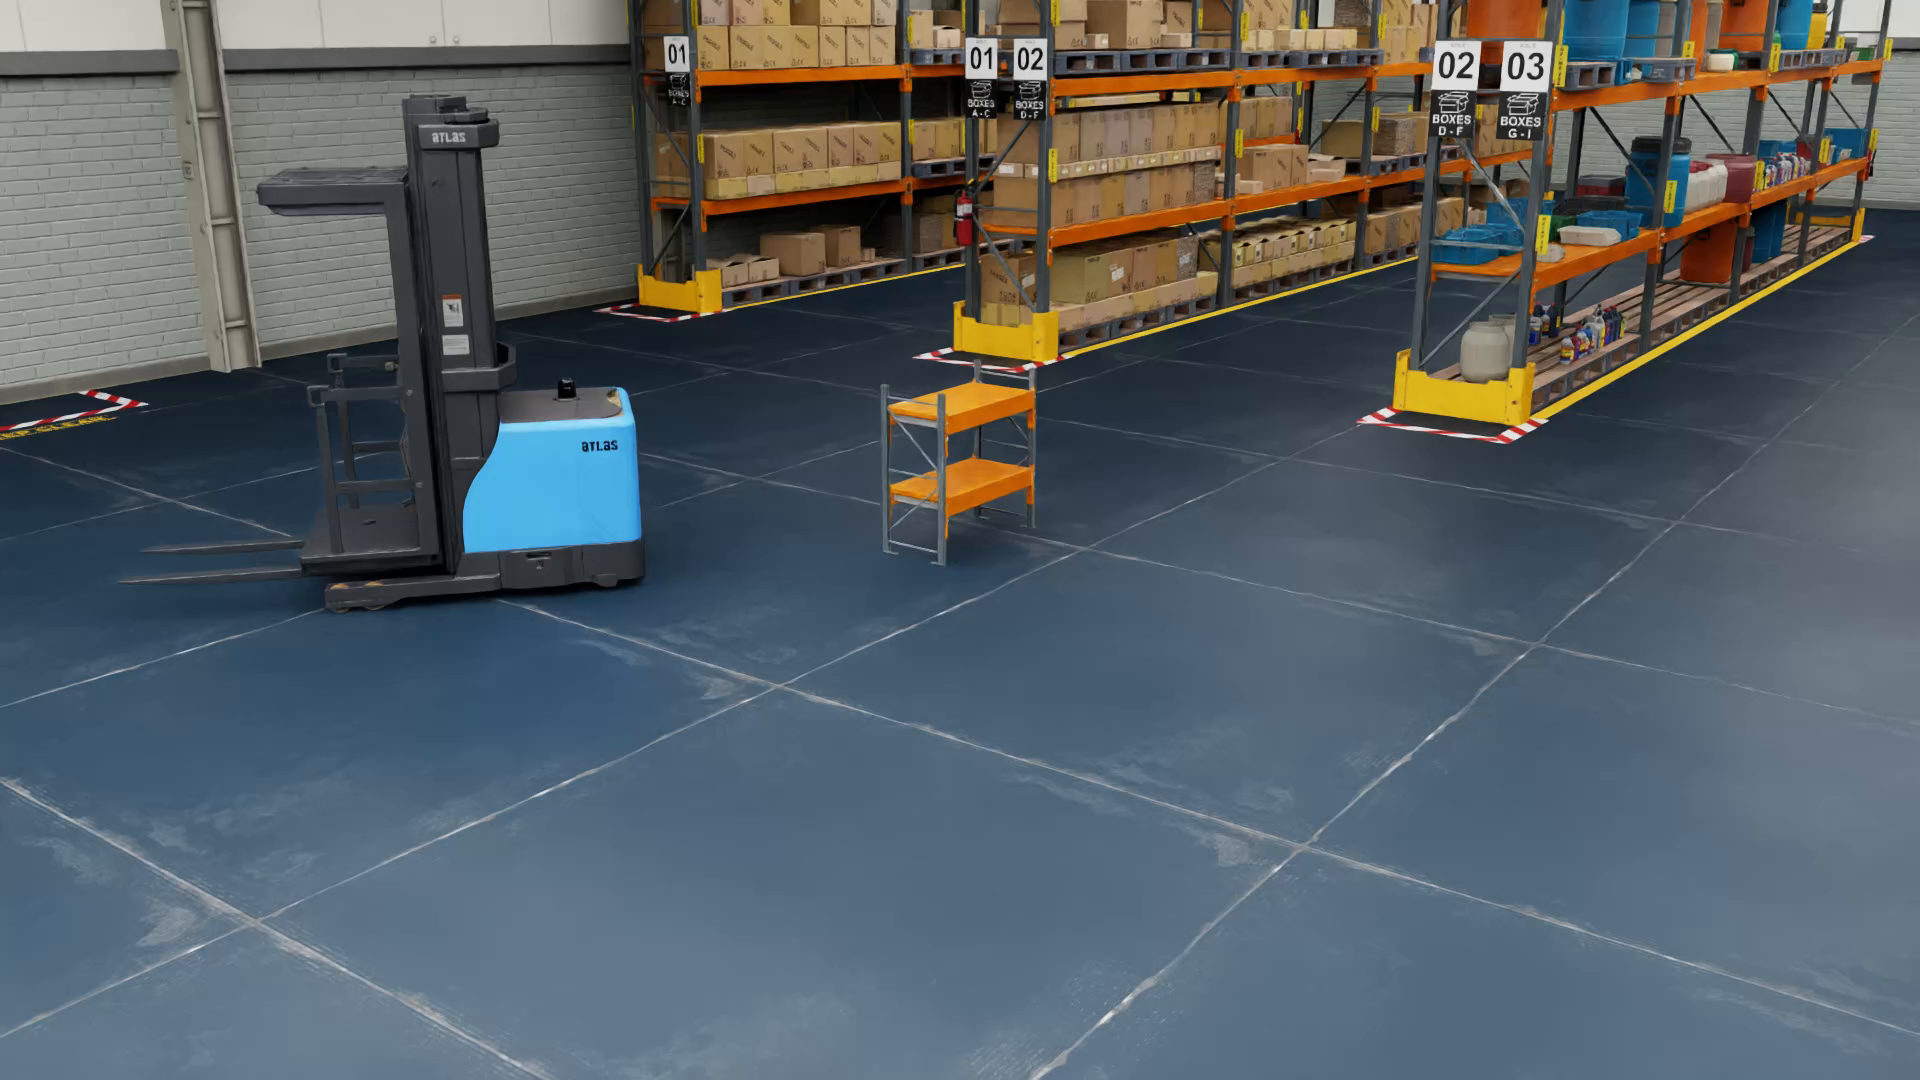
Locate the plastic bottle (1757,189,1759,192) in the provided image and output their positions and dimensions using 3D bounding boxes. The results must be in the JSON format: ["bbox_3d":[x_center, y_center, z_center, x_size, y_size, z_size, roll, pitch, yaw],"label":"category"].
[{"bbox_3d":[10.027,-4.539,21.012,0.152,0.276,0.135,12,21,35],"label":"plastic bottle"}]

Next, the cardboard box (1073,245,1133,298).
[{"bbox_3d":[1.573,-2.988,18.471,0.500,0.500,0.500,12,21,35],"label":"cardboard box"}]

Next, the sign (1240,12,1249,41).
[{"bbox_3d":[3.321,-5.985,19.396,0.100,0.325,0.005,12,21,35],"label":"sign"}]

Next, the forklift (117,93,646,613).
[{"bbox_3d":[-3.525,-1.142,9.979,3.031,2.935,1.130,-4,18,-13],"label":"forklift"}]

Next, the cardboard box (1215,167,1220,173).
[{"bbox_3d":[4.539,-6.671,30.082,0.380,0.149,0.250,13,22,37],"label":"cardboard box"}]

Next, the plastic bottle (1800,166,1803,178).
[{"bbox_3d":[11.595,-5.117,22.997,0.097,0.201,0.097,0,17,0],"label":"plastic bottle"}]

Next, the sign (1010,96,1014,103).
[{"bbox_3d":[0.830,-6.843,26.270,0.100,0.325,0.005,12,21,35],"label":"sign"}]

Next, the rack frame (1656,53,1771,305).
[{"bbox_3d":[9.234,-4.442,20.491,1.000,3.000,0.127,12,21,35],"label":"rack frame"}]

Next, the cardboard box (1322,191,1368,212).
[{"bbox_3d":[5.657,-4.971,24.403,0.500,0.250,0.500,13,22,37],"label":"cardboard box"}]

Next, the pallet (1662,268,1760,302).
[{"bbox_3d":[9.670,-3.306,21.533,1.003,0.211,1.213,12,21,35],"label":"pallet"}]

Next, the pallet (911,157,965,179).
[{"bbox_3d":[-0.534,-5.305,23.592,1.003,0.211,1.213,12,21,35],"label":"pallet"}]

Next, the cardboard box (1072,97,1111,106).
[{"bbox_3d":[2.075,-6.941,26.569,0.500,0.250,0.500,12,21,34],"label":"cardboard box"}]

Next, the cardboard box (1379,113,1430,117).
[{"bbox_3d":[6.821,-6.271,25.503,0.500,0.500,0.700,-16,23,-42],"label":"cardboard box"}]

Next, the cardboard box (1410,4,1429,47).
[{"bbox_3d":[6.489,-7.575,24.474,0.600,0.600,0.600,11,21,33],"label":"cardboard box"}]

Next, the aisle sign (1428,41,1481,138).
[{"bbox_3d":[4.186,-3.814,14.083,0.394,0.787,0.004,12,21,35],"label":"aisle sign"}]

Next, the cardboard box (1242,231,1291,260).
[{"bbox_3d":[3.931,-3.817,21.460,0.500,0.311,0.500,12,21,33],"label":"cardboard box"}]

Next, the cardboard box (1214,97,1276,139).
[{"bbox_3d":[5.324,-7.943,31.258,0.980,0.700,0.700,12,21,34],"label":"cardboard box"}]

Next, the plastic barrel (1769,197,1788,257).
[{"bbox_3d":[11.279,-4.467,23.400,0.600,0.901,0.708,12,21,35],"label":"plastic barrel"}]

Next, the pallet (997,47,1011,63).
[{"bbox_3d":[-0.037,-6.959,23.853,1.213,0.211,1.003,12,21,35],"label":"pallet"}]

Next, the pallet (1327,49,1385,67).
[{"bbox_3d":[4.925,-6.483,22.324,1.213,0.211,1.003,14,22,37],"label":"pallet"}]

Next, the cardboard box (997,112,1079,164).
[{"bbox_3d":[0.811,-4.202,17.360,0.700,0.500,0.500,13,21,35],"label":"cardboard box"}]

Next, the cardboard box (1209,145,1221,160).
[{"bbox_3d":[2.885,-4.621,19.803,0.380,0.149,0.250,12,21,35],"label":"cardboard box"}]

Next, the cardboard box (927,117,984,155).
[{"bbox_3d":[-0.069,-5.907,24.298,0.700,0.500,0.500,16,24,42],"label":"cardboard box"}]

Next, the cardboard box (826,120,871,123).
[{"bbox_3d":[-1.554,-5.461,22.727,0.500,0.500,0.500,12,21,33],"label":"cardboard box"}]

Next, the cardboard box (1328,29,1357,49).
[{"bbox_3d":[5.033,-6.762,22.447,0.500,0.250,0.500,11,20,31],"label":"cardboard box"}]

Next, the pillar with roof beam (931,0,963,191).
[{"bbox_3d":[3.265,-8.140,22.284,9.100,9.000,0.400,12,21,35],"label":"pillar with roof beam"}]

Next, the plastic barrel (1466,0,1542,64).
[{"bbox_3d":[4.655,-4.513,14.229,0.600,0.830,0.708,12,21,35],"label":"plastic barrel"}]

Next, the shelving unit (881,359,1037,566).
[{"bbox_3d":[0.004,-0.539,11.082,0.538,1.125,1.048,12,21,35],"label":"shelving unit"}]

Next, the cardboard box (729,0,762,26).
[{"bbox_3d":[-2.725,-6.414,19.894,0.500,0.500,0.500,12,21,34],"label":"cardboard box"}]

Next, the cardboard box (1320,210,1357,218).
[{"bbox_3d":[5.627,-4.599,24.468,0.500,0.500,0.500,13,22,37],"label":"cardboard box"}]

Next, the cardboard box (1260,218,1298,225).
[{"bbox_3d":[4.404,-4.274,22.932,0.500,0.311,0.500,12,21,33],"label":"cardboard box"}]

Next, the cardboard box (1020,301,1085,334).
[{"bbox_3d":[0.989,-2.389,17.806,0.500,0.250,0.500,12,21,35],"label":"cardboard box"}]

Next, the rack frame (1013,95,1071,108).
[{"bbox_3d":[1.277,-6.193,26.128,1.000,3.000,0.127,12,21,35],"label":"rack frame"}]

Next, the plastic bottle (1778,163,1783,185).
[{"bbox_3d":[10.804,-4.831,21.938,0.061,0.283,0.133,12,21,35],"label":"plastic bottle"}]

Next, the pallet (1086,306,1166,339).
[{"bbox_3d":[1.641,-2.560,19.132,1.003,0.211,1.213,12,21,35],"label":"pallet"}]

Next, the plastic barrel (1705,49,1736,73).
[{"bbox_3d":[8.663,-5.465,18.958,0.301,0.262,0.301,0,17,0],"label":"plastic barrel"}]

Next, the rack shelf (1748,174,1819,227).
[{"bbox_3d":[10.425,-4.575,22.131,1.077,0.370,4.000,12,21,35],"label":"rack shelf"}]

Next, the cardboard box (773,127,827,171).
[{"bbox_3d":[-2.050,-5.007,21.264,0.500,0.500,0.500,13,22,36],"label":"cardboard box"}]

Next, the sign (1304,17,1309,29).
[{"bbox_3d":[4.823,-7.094,23.101,0.100,0.325,0.005,12,21,35],"label":"sign"}]

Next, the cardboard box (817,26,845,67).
[{"bbox_3d":[-1.820,-6.309,21.242,0.500,0.500,0.500,11,21,33],"label":"cardboard box"}]

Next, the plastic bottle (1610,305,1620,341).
[{"bbox_3d":[6.698,-2.230,17.092,0.144,0.351,0.185,12,21,33],"label":"plastic bottle"}]

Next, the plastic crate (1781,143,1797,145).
[{"bbox_3d":[12.804,-5.982,25.630,0.416,0.233,0.300,12,21,35],"label":"plastic crate"}]

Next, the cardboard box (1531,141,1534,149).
[{"bbox_3d":[9.670,-6.993,28.535,0.500,0.500,0.500,13,21,35],"label":"cardboard box"}]

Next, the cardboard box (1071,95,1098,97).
[{"bbox_3d":[1.959,-7.148,27.237,0.500,0.250,0.500,12,21,33],"label":"cardboard box"}]

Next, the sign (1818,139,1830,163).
[{"bbox_3d":[12.058,-5.429,23.203,0.100,0.325,0.005,12,21,35],"label":"sign"}]

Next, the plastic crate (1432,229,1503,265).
[{"bbox_3d":[4.525,-2.638,14.931,0.499,0.251,0.616,12,21,35],"label":"plastic crate"}]

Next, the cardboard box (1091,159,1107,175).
[{"bbox_3d":[1.355,-4.008,17.830,0.380,0.149,0.250,12,21,34],"label":"cardboard box"}]

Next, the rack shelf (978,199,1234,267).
[{"bbox_3d":[1.683,-3.546,18.817,1.077,0.370,4.000,12,21,35],"label":"rack shelf"}]

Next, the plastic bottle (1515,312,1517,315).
[{"bbox_3d":[5.670,-2.169,16.896,0.144,0.351,0.185,12,21,34],"label":"plastic bottle"}]

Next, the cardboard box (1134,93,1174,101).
[{"bbox_3d":[3.275,-7.426,28.132,0.500,0.250,0.500,13,21,36],"label":"cardboard box"}]

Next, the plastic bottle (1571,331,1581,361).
[{"bbox_3d":[5.947,-1.877,16.069,0.061,0.283,0.133,13,21,36],"label":"plastic bottle"}]

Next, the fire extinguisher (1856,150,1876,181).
[{"bbox_3d":[14.455,-6.088,26.550,0.296,0.674,0.183,12,21,35],"label":"fire extinguisher"}]
